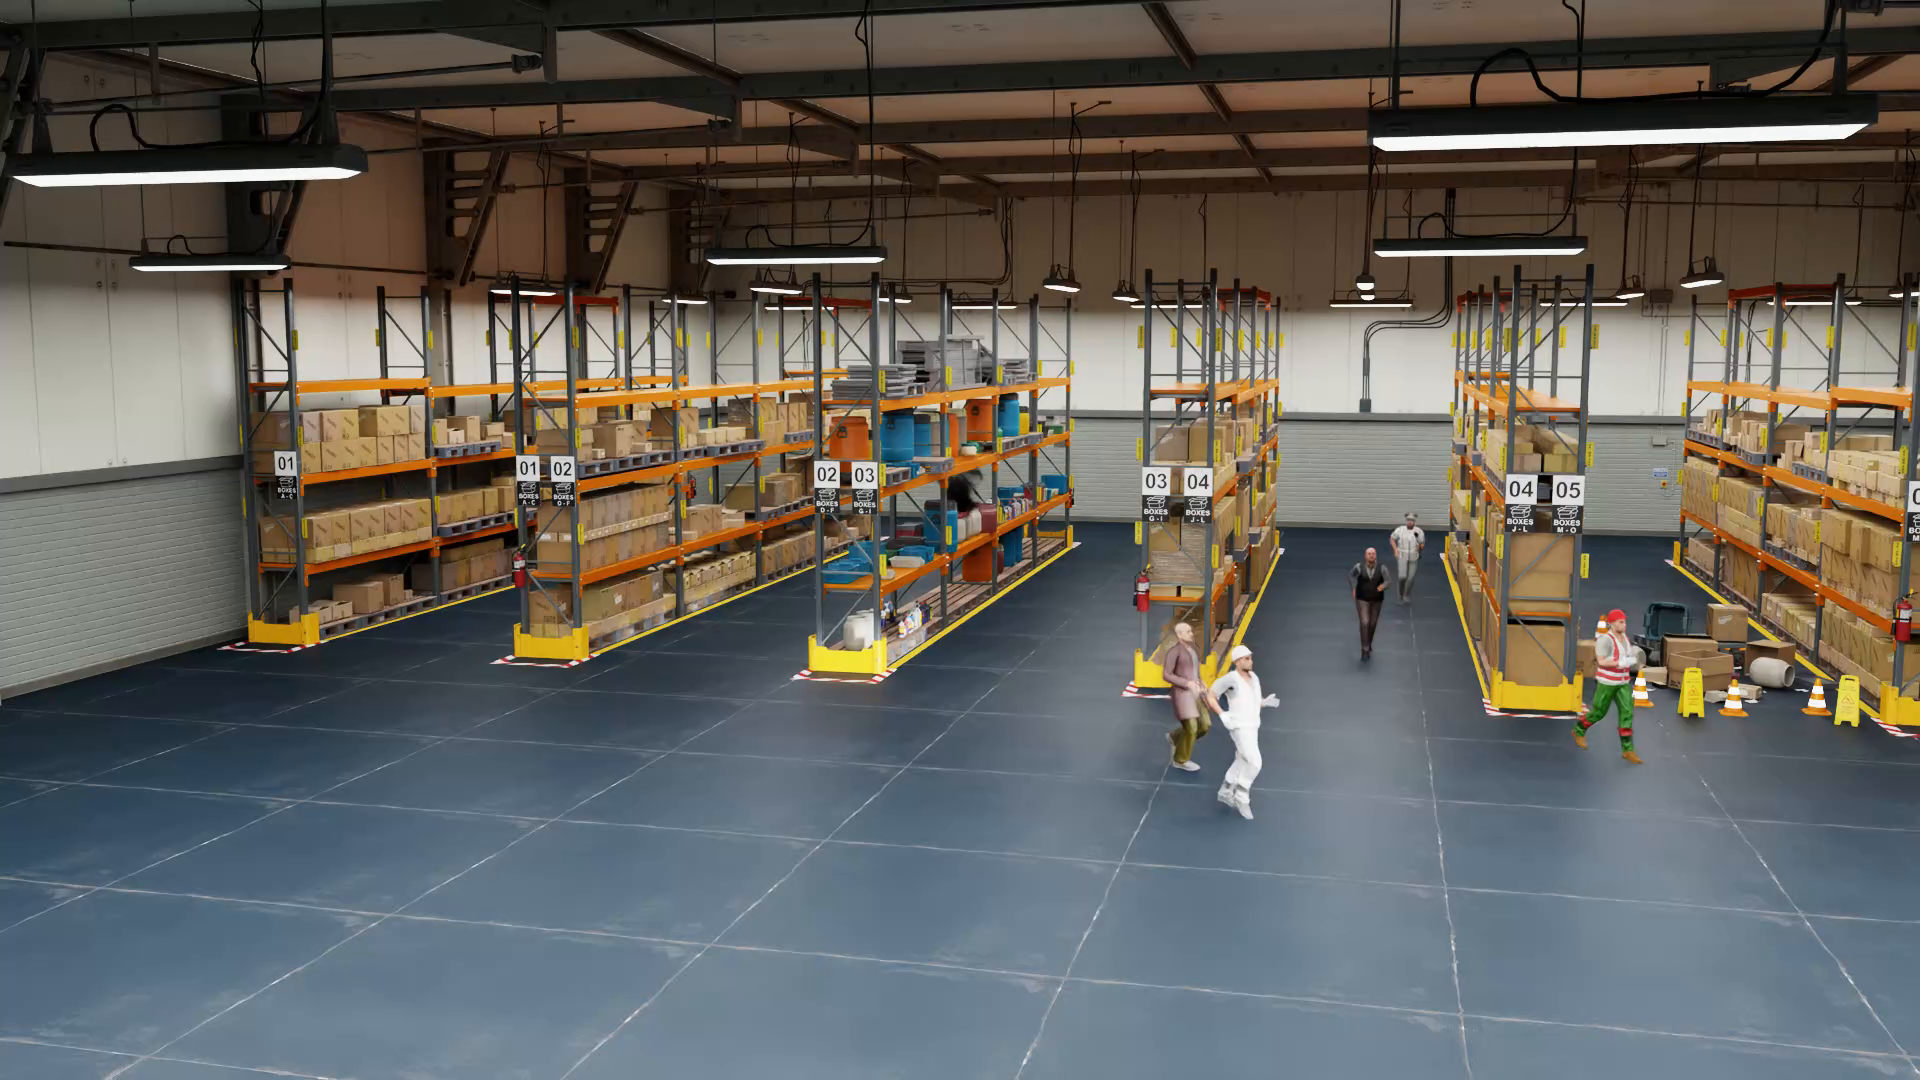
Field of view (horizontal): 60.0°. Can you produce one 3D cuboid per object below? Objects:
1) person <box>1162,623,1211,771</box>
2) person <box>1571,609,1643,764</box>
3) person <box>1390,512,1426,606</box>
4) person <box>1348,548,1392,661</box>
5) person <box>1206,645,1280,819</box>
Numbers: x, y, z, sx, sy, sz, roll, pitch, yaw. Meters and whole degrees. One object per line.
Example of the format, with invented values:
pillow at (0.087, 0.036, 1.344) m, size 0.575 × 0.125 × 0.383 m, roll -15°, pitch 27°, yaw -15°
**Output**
person at (2.644, 1.822, 19.396) m, size 0.660 × 1.727 × 0.705 m, roll 6°, pitch 9°, yaw 41°
person at (7.775, 1.705, 19.862) m, size 0.663 × 1.782 × 0.995 m, roll -4°, pitch 8°, yaw -28°
person at (8.483, 0.371, 31.474) m, size 0.633 × 1.805 × 0.727 m, roll 1°, pitch 7°, yaw 7°
person at (6.504, 0.992, 26.368) m, size 0.649 × 1.758 × 0.834 m, roll 0°, pitch 7°, yaw 4°
person at (3.009, 2.024, 17.551) m, size 0.699 × 1.825 × 0.633 m, roll 6°, pitch 9°, yaw 42°
